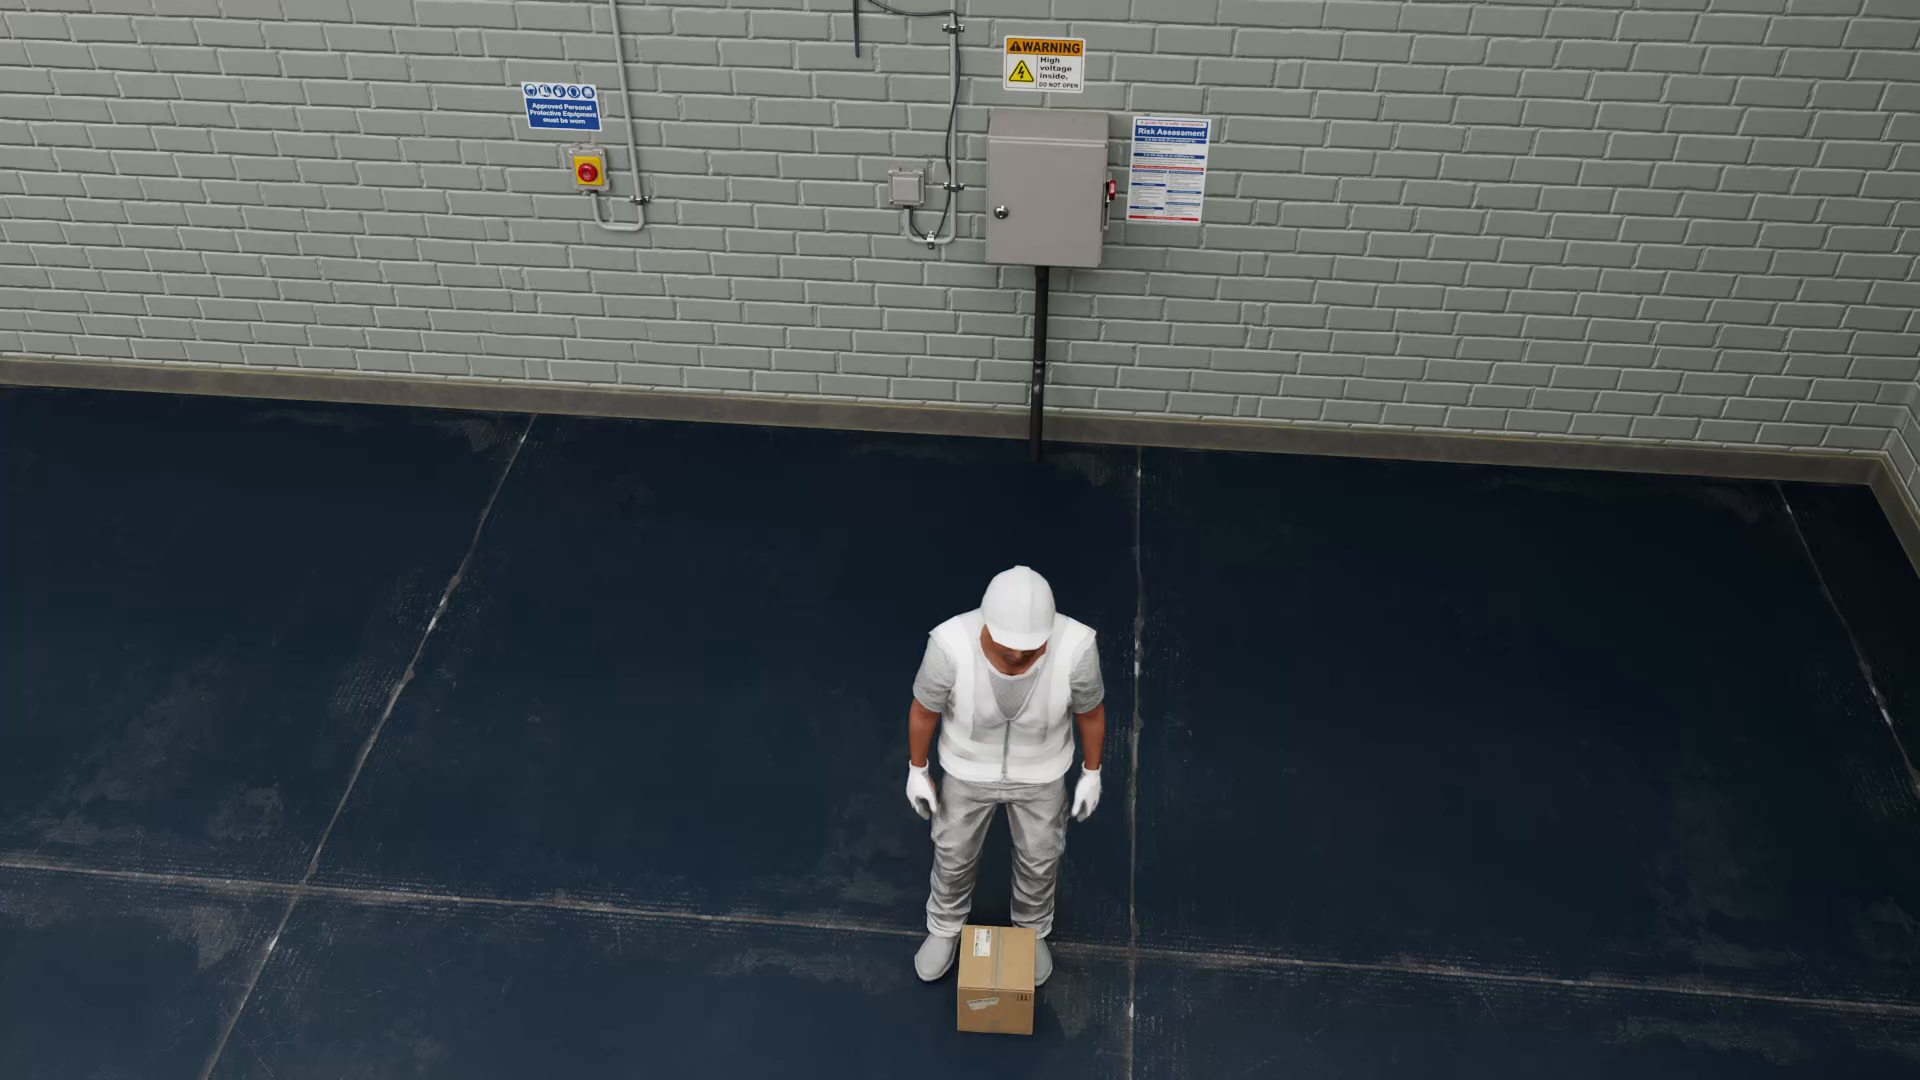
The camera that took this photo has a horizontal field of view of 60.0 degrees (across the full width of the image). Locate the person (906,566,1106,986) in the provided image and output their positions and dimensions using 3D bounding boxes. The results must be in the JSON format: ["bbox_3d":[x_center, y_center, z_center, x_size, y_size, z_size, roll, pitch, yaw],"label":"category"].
[{"bbox_3d":[0.142,0.741,5.256,0.625,1.773,0.451,1,40,1],"label":"person"}]
